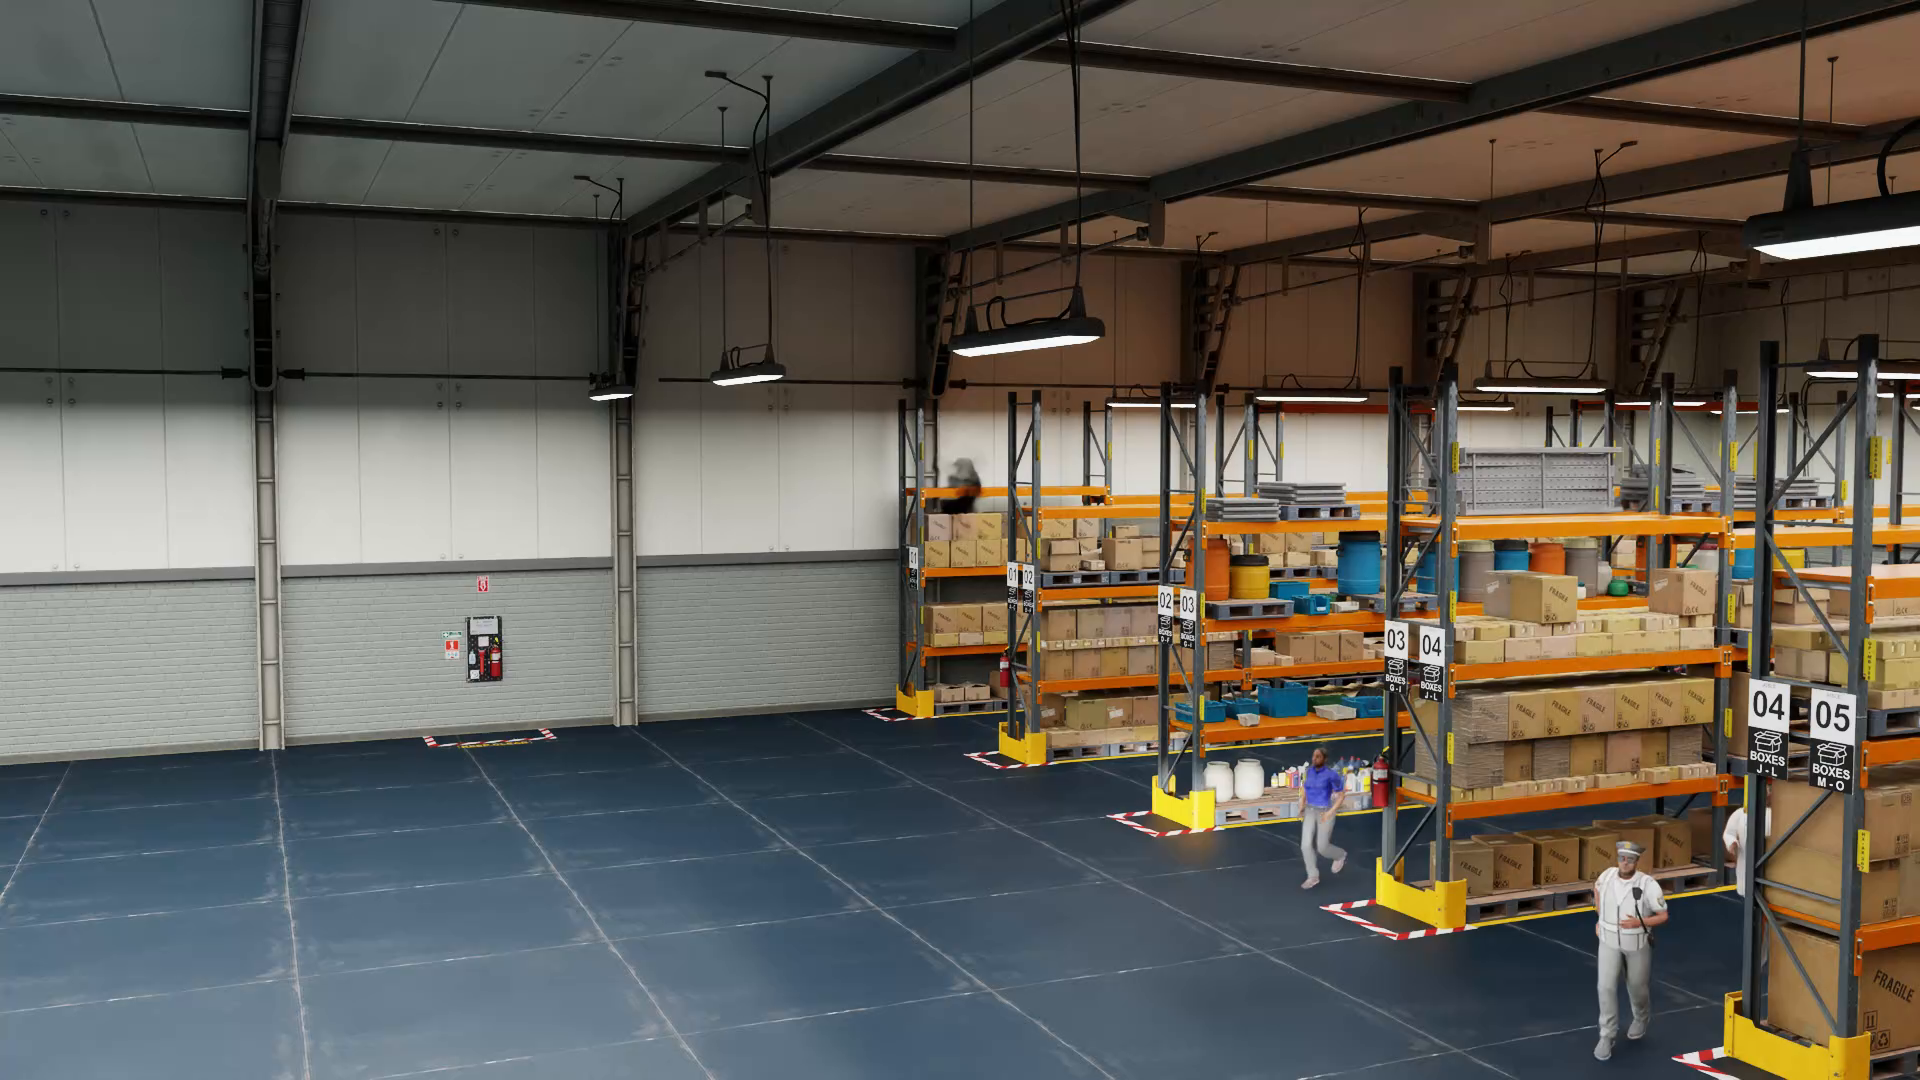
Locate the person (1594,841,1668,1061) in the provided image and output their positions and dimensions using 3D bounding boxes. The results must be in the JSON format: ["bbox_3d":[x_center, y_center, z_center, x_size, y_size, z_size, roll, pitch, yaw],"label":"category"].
[{"bbox_3d":[5.659,3.424,14.111,0.657,1.792,0.895,2,4,35],"label":"person"}]

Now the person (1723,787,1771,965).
[{"bbox_3d":[7.898,3.328,16.381,0.847,1.866,0.740,-2,4,-34],"label":"person"}]

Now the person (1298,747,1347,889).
[{"bbox_3d":[4.225,3.229,19.467,0.679,1.642,0.578,-3,5,-45],"label":"person"}]
